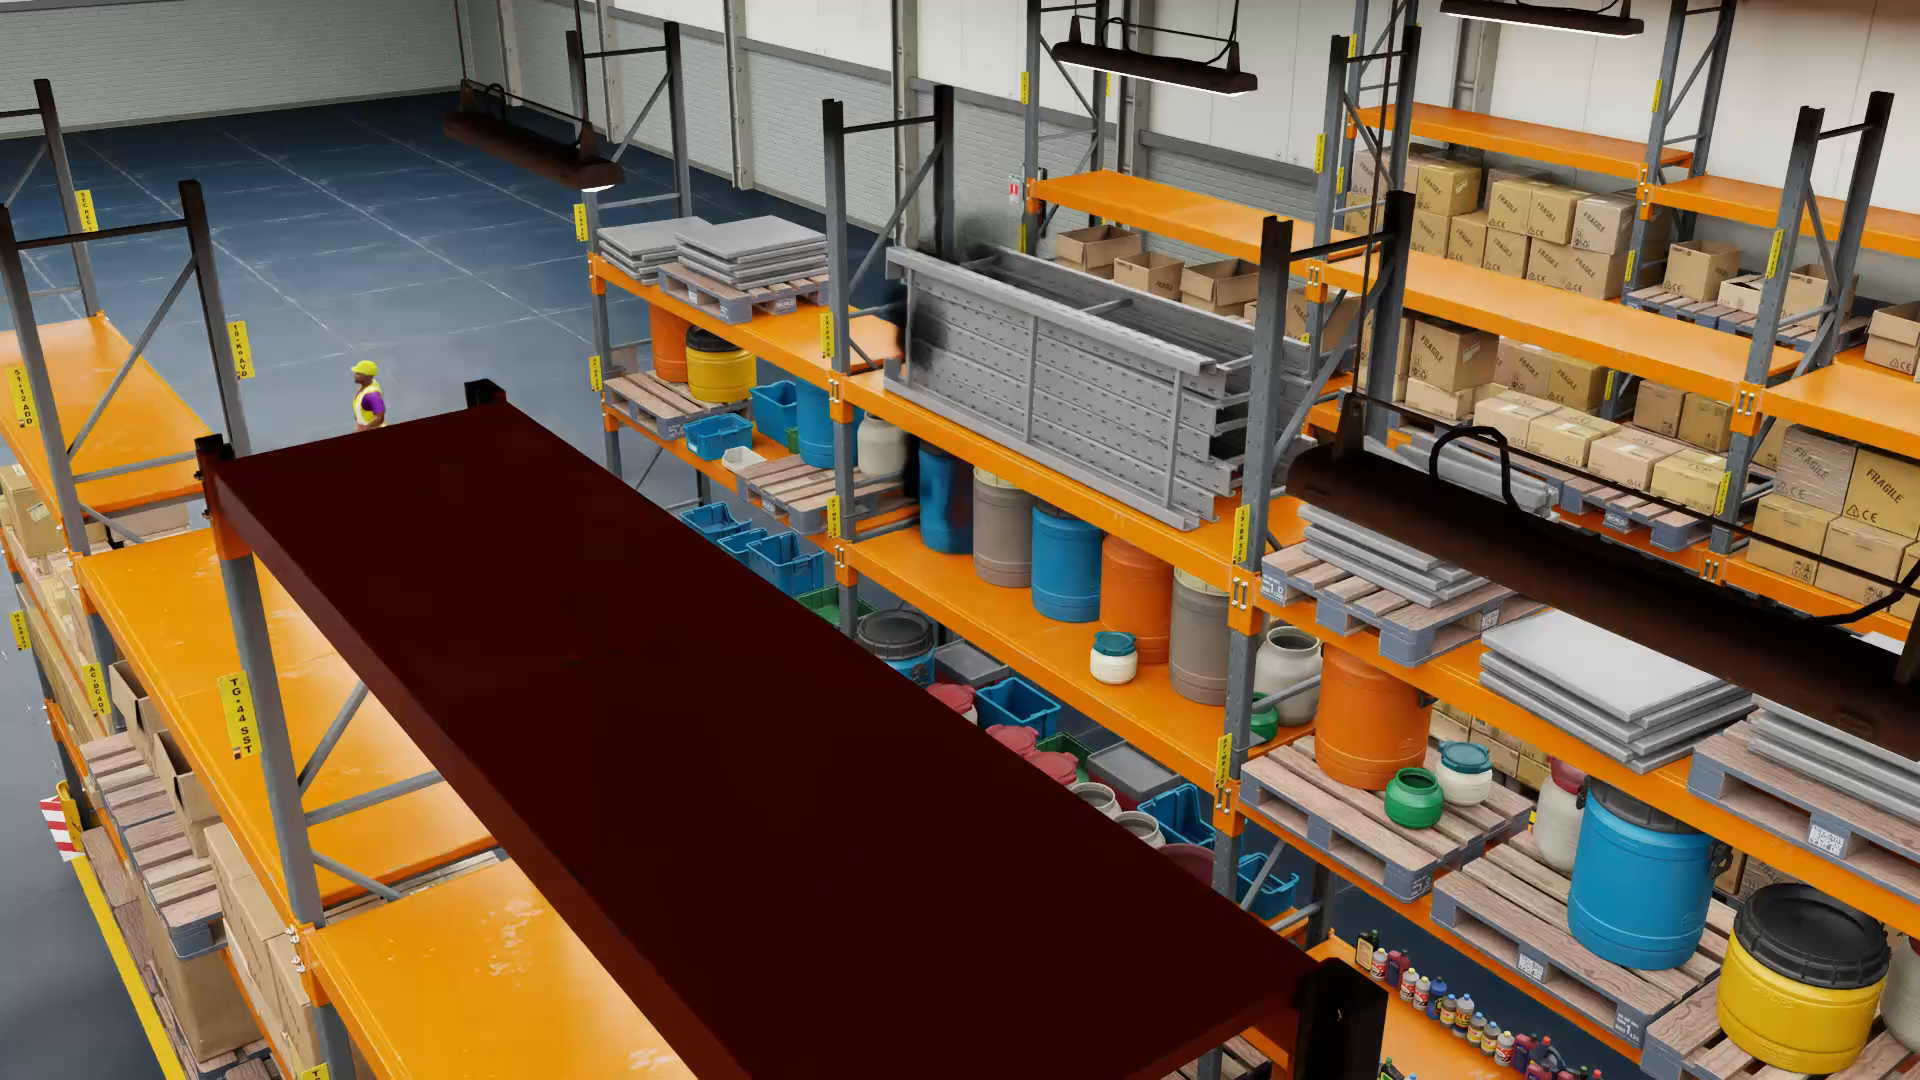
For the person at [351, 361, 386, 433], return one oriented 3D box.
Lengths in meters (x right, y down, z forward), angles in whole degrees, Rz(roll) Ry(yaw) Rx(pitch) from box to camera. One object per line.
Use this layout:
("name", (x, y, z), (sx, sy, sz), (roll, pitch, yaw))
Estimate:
("person", (-6.943, -1.312, 19.785), (0.589, 1.721, 0.702), (-10, 27, -20))
